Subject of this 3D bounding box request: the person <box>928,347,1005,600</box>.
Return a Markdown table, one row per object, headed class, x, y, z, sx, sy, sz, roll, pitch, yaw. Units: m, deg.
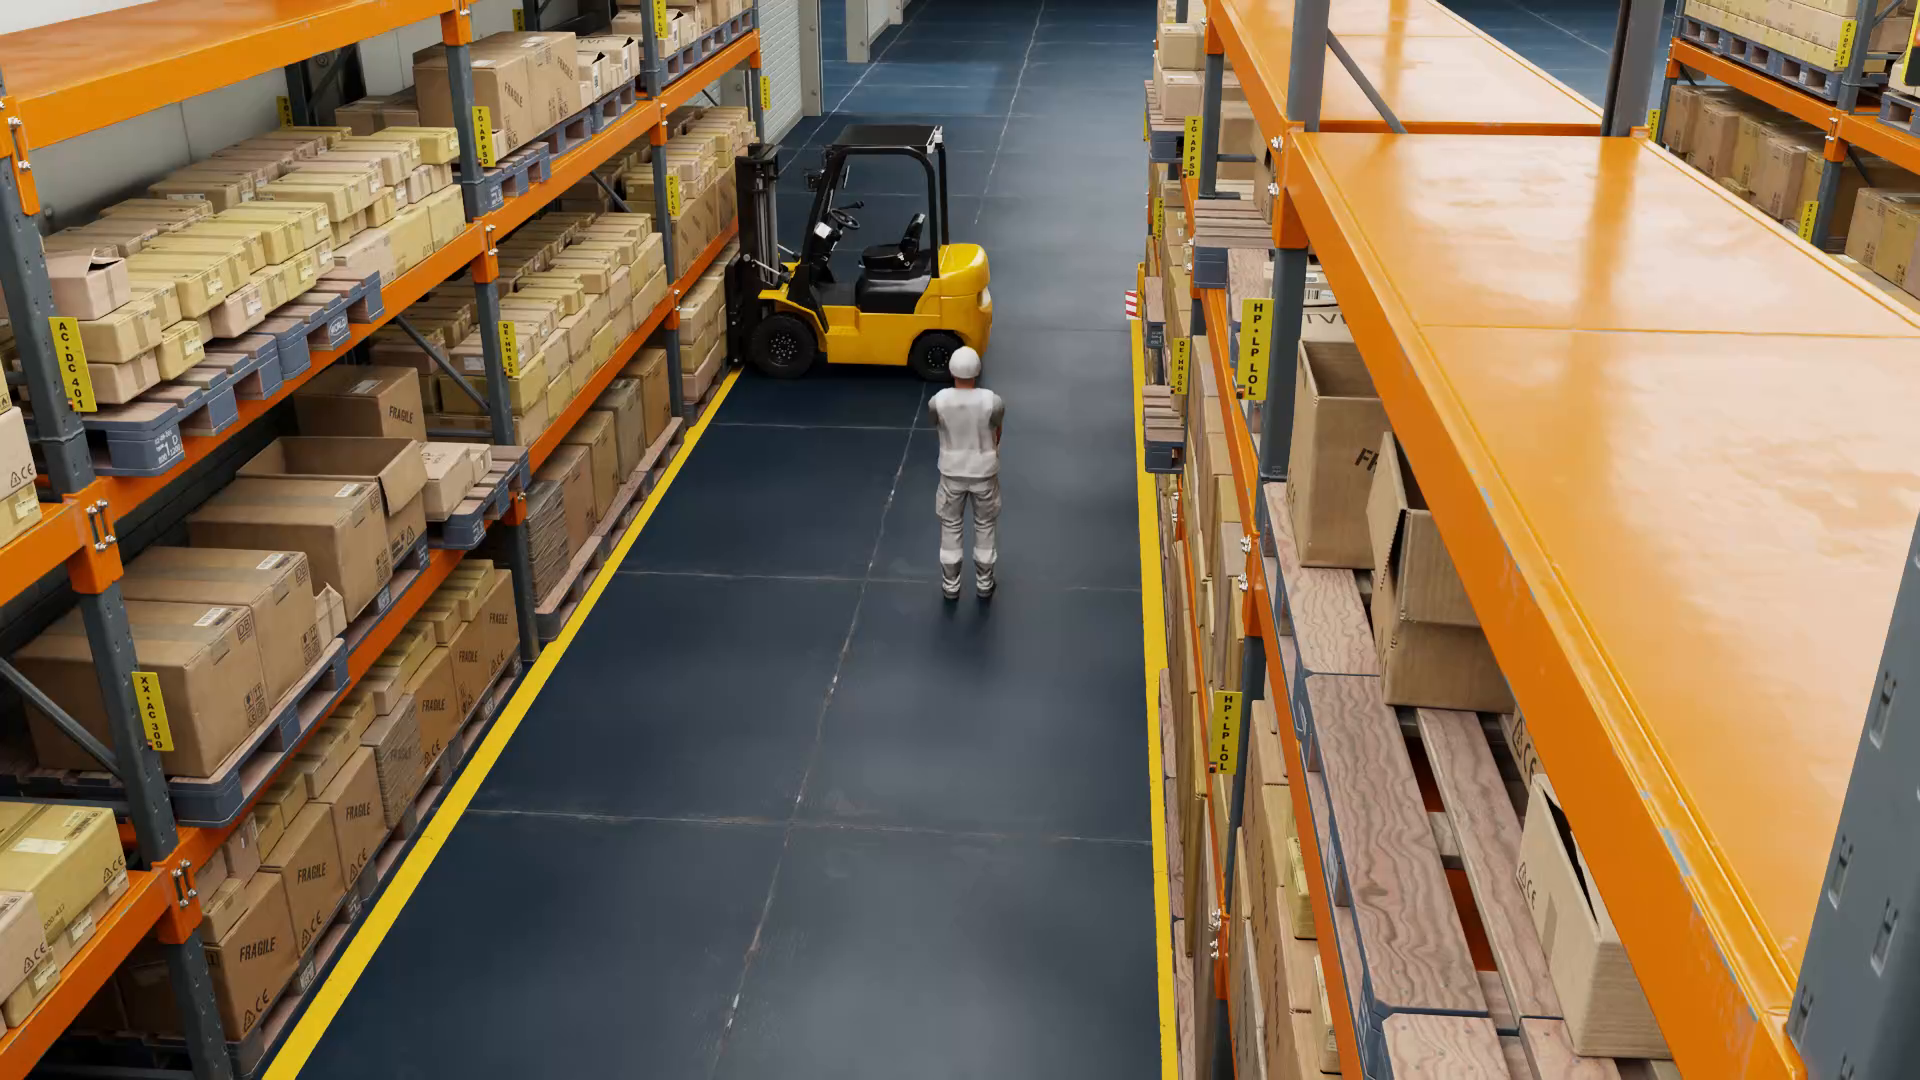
| class | x | y | z | sx | sy | sz | roll | pitch | yaw |
| --- | --- | --- | --- | --- | --- | --- | --- | --- | --- |
| person | 0.055 | -0.480 | 11.055 | 0.493 | 1.782 | 0.571 | 2 | 24 | 5 |
